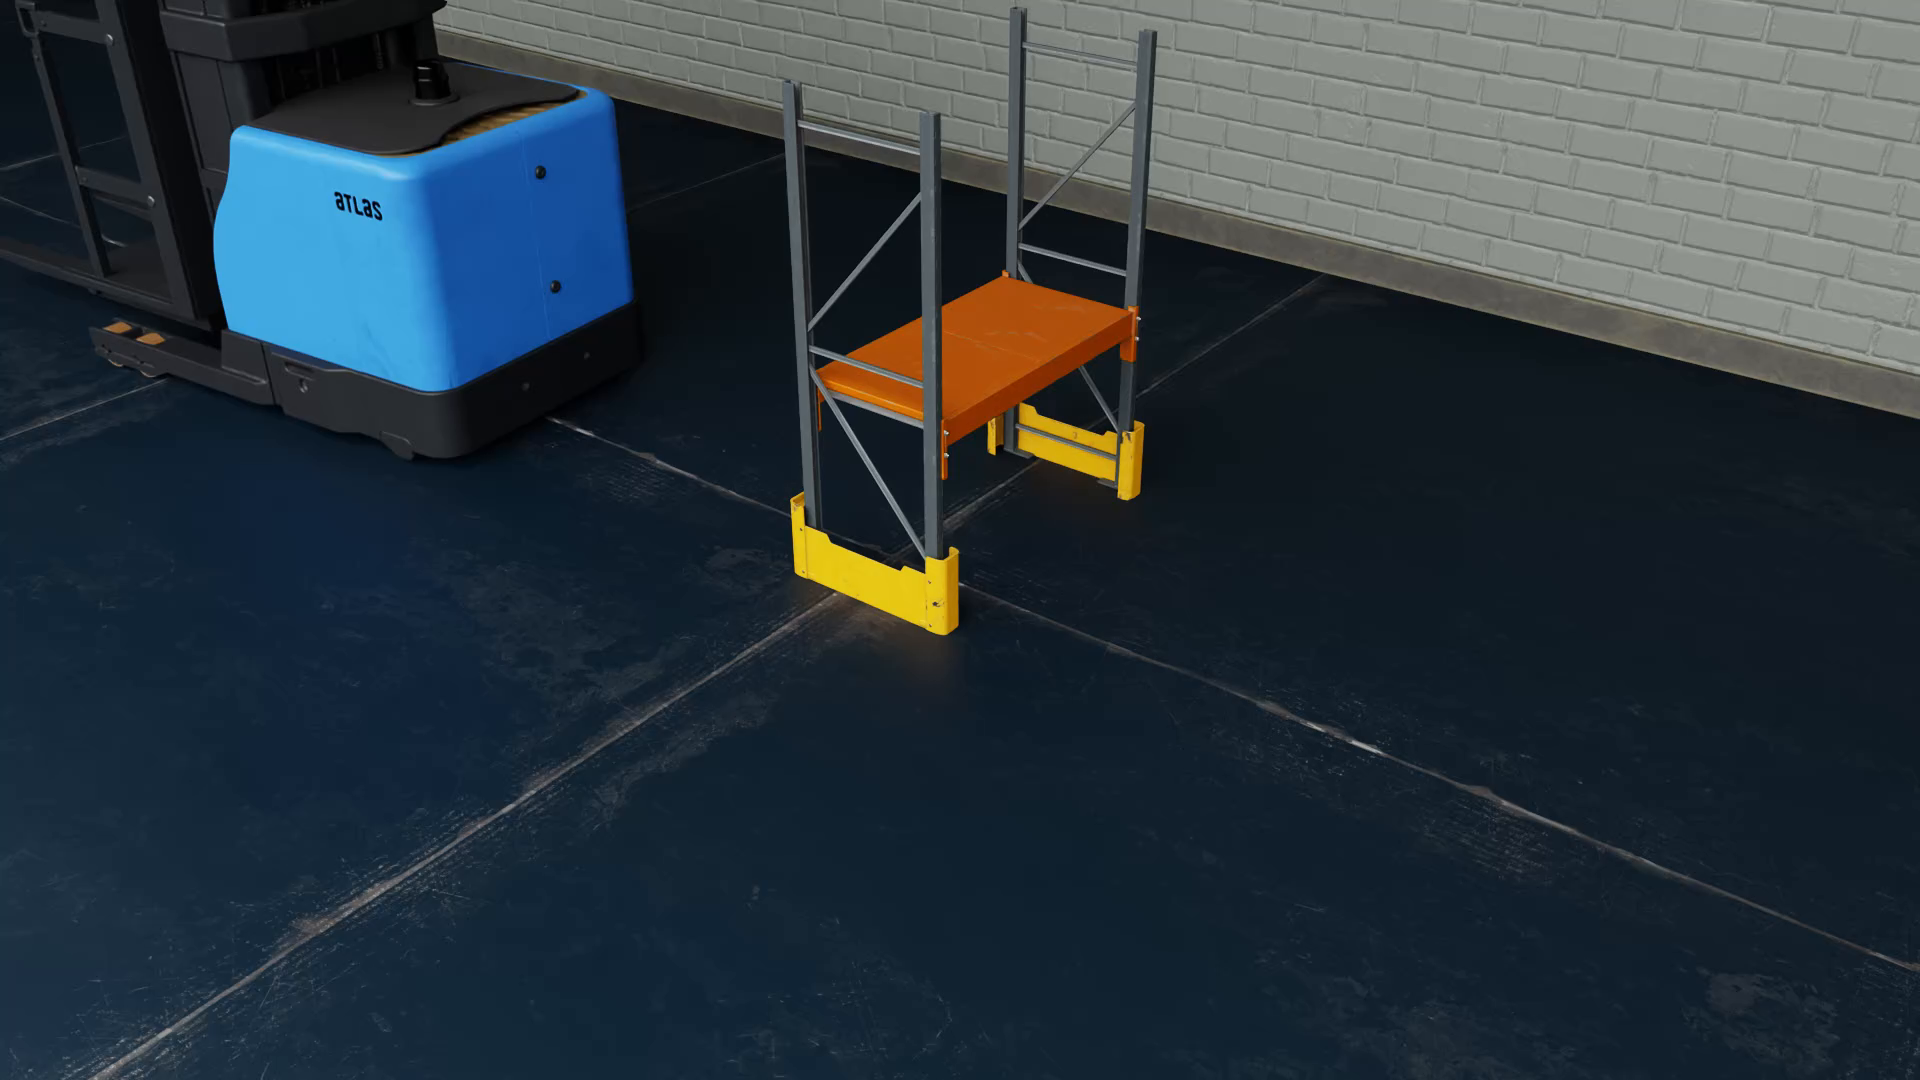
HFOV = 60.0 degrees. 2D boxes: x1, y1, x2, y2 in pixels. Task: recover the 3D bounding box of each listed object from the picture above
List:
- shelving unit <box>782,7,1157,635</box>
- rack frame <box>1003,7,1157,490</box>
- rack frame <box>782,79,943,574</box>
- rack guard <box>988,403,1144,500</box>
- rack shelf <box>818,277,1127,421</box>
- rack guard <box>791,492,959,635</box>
[{"bbox_3d":[0.046,-0.676,4.920,0.587,1.500,1.083,21,37,31],"label":"shelving unit"},{"bbox_3d":[0.358,-0.887,5.275,0.500,1.500,0.032,21,37,31],"label":"rack frame"},{"bbox_3d":[-0.255,-0.473,4.577,0.500,1.500,0.032,21,37,31],"label":"rack frame"},{"bbox_3d":[0.347,-0.341,5.580,0.587,0.250,0.087,21,37,31],"label":"rack guard"},{"bbox_3d":[0.052,-0.583,4.984,0.459,0.026,0.952,21,37,31],"label":"rack shelf"},{"bbox_3d":[-0.255,0.064,4.897,0.587,0.250,0.087,21,37,31],"label":"rack guard"}]
